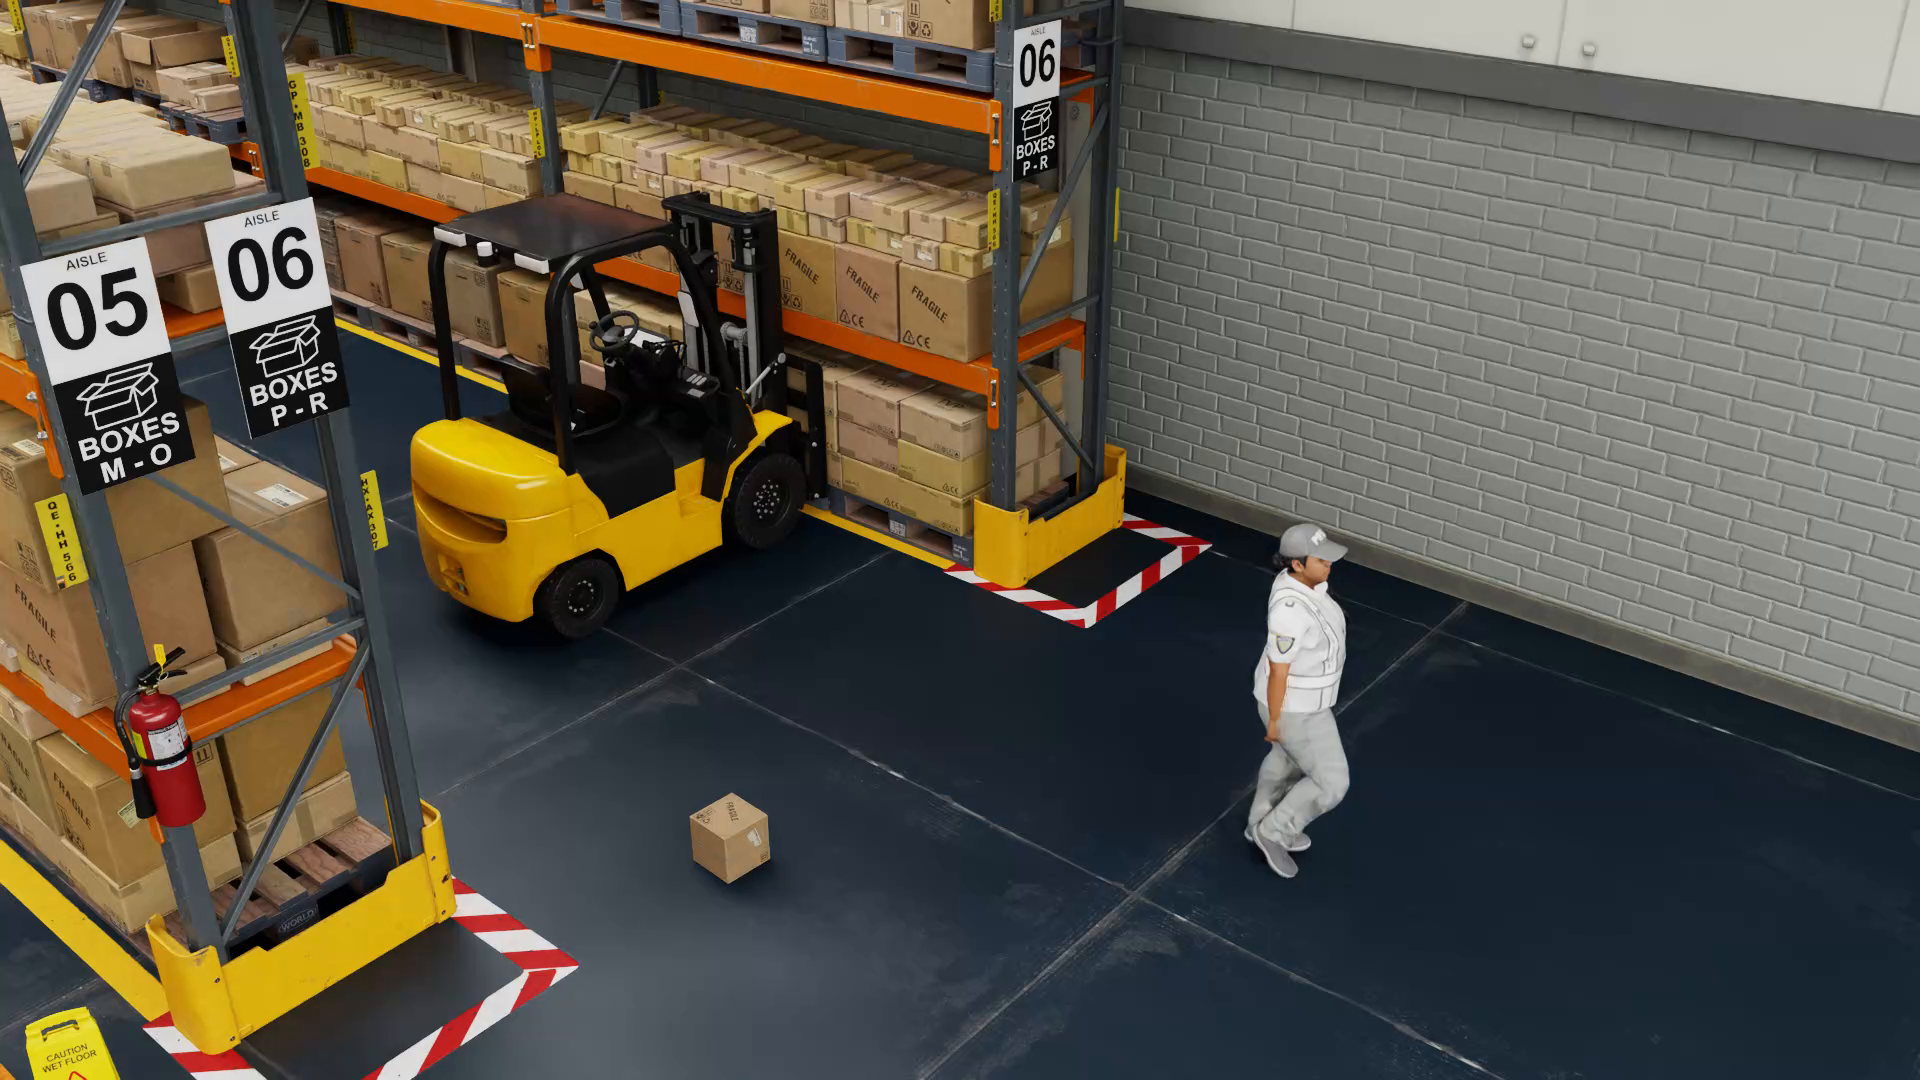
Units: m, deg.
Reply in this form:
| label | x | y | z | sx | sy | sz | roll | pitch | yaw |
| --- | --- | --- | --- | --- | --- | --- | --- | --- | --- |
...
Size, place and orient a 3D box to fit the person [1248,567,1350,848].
| label | x | y | z | sx | sy | sz | roll | pitch | yaw |
| --- | --- | --- | --- | --- | --- | --- | --- | --- | --- |
| person | 1.503 | 0.763 | 7.281 | 0.460 | 1.347 | 0.443 | 7 | 28 | 13 |
